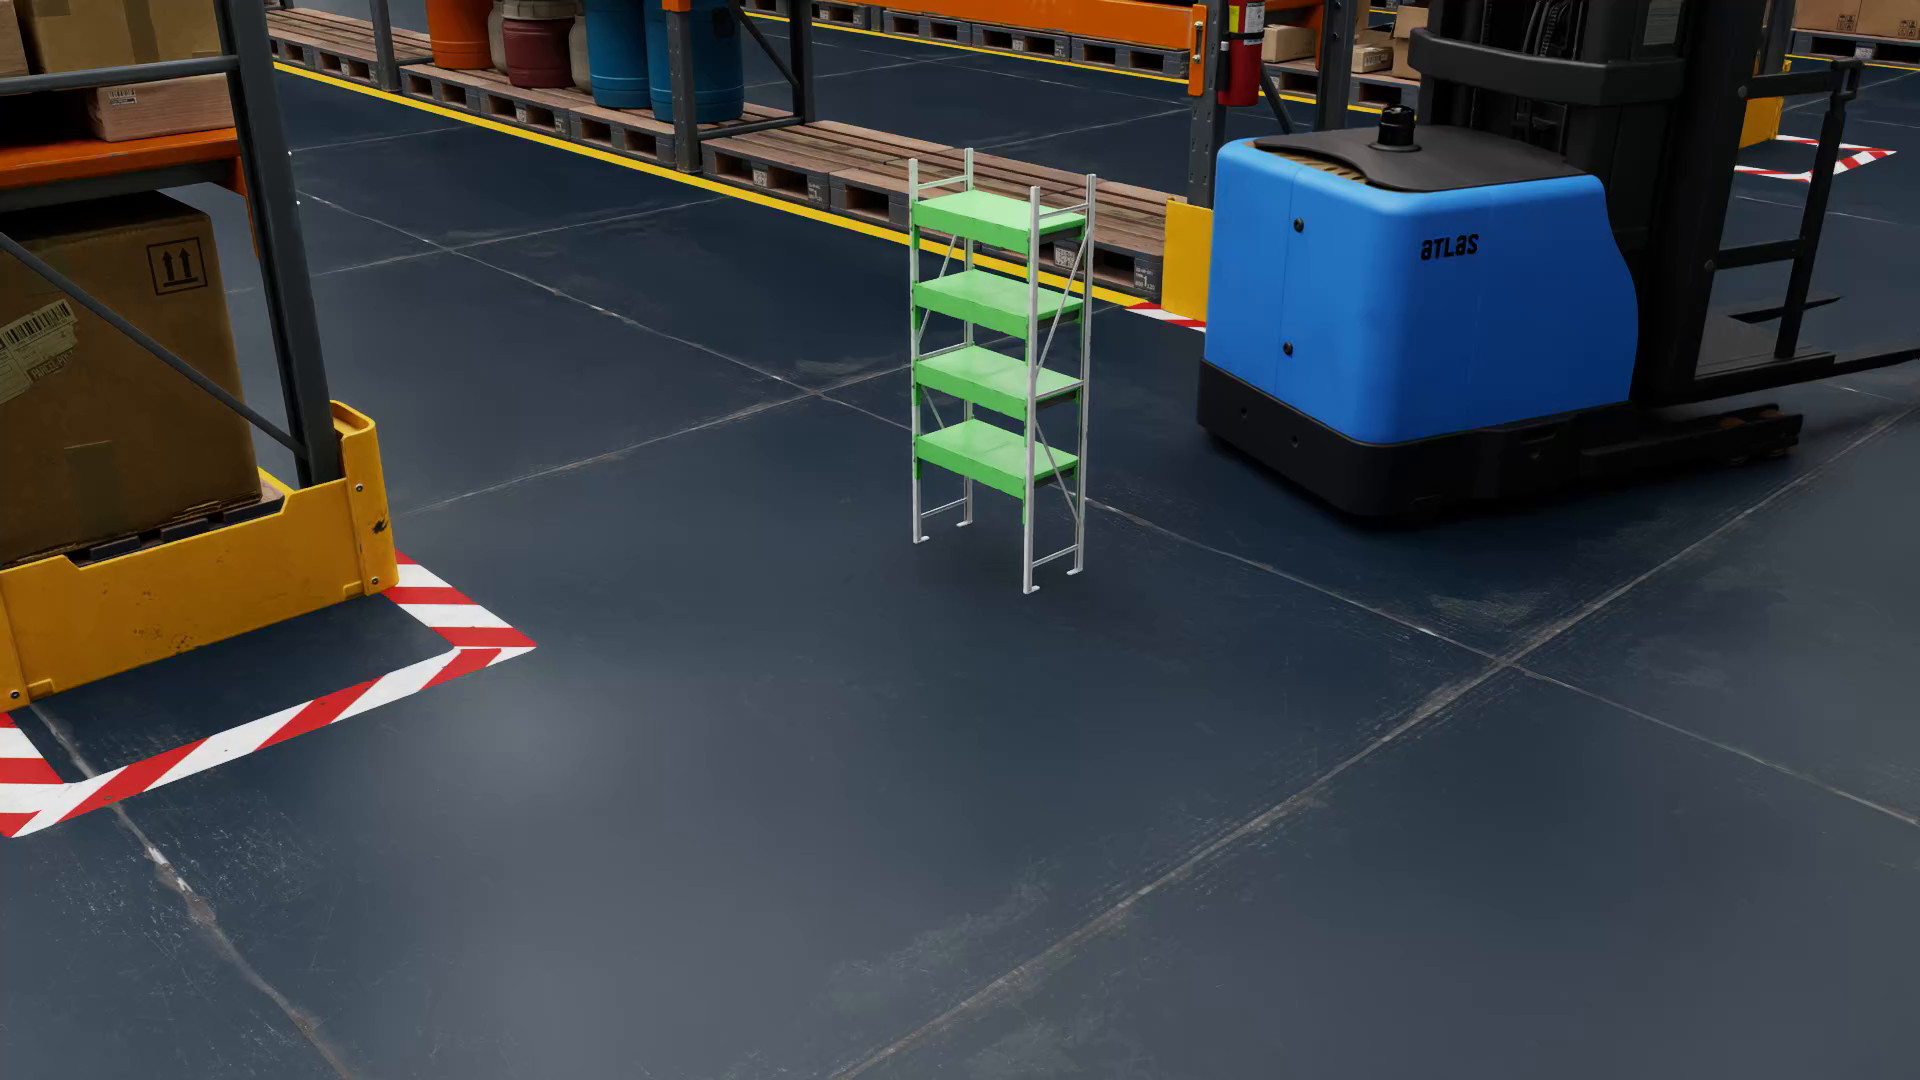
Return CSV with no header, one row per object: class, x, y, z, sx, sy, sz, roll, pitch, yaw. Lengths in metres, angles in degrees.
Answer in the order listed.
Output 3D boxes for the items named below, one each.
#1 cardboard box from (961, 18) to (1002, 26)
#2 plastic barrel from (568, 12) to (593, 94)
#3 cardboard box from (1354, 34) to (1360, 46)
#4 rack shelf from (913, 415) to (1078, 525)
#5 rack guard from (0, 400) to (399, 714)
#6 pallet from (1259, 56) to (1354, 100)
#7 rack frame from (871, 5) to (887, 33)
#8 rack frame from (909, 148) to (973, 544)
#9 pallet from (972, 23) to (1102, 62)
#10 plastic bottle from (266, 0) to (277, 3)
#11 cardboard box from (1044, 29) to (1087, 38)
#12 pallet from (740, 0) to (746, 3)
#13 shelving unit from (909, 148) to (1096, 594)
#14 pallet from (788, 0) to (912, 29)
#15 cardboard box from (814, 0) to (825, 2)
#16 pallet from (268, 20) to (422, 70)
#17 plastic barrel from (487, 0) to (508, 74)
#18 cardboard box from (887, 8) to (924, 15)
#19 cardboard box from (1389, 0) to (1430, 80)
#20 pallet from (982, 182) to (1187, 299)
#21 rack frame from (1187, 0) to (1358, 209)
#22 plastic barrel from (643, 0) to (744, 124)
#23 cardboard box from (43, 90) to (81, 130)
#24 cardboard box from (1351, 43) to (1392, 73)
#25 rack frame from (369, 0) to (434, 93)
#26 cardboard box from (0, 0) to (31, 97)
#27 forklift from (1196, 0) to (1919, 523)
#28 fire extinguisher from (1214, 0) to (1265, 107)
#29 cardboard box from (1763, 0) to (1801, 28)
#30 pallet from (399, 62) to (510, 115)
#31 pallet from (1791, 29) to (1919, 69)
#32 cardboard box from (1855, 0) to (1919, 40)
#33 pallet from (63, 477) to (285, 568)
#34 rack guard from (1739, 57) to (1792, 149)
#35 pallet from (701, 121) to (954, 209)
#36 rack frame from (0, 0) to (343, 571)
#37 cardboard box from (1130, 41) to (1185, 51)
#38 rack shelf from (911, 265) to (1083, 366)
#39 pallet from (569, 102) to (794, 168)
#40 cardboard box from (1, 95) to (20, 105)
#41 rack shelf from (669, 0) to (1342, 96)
cardboard box,0.358,-4.894,14.846,0.500,0.500,0.500,-22,32,-39
plastic barrel,-2.494,-3.385,11.547,0.421,0.512,0.421,0,25,0
cardboard box,3.185,-3.863,13.009,0.380,0.149,0.250,-21,32,-38
rack shelf,0.113,-0.219,5.017,0.258,0.148,0.480,-21,32,-38
rack guard,-2.195,0.017,4.611,1.175,0.500,0.348,-21,32,-38
pallet,2.757,-3.672,13.045,1.003,0.211,1.213,-21,32,-38
rack frame,-0.445,-6.361,15.579,1.000,3.000,0.127,-21,32,-38
rack frame,-0.054,-0.570,5.053,0.240,1.200,0.015,-21,32,-38
pallet,0.867,-4.486,14.829,1.003,0.211,1.213,-21,32,-38
plastic bottle,-6.696,-5.348,16.117,0.097,0.271,0.097,0,25,0
cardboard box,1.068,-4.584,14.167,0.500,0.500,0.500,-21,32,-38
pallet,-2.647,-6.092,18.349,1.003,0.211,1.213,-21,32,-38
shelving unit,0.113,-0.496,4.891,0.258,1.200,0.503,-21,32,-38
pallet,-0.980,-5.353,16.729,1.003,0.211,1.213,-21,32,-38
cardboard box,-1.338,-5.546,16.601,0.500,0.250,0.500,-22,32,-39
pallet,-5.395,-4.303,14.429,1.003,0.211,1.213,-21,32,-38
plastic barrel,-3.266,-3.727,12.297,0.421,0.512,0.421,0,25,0
cardboard box,-0.343,-5.205,15.527,0.500,0.500,0.500,-20,31,-36
cardboard box,3.576,-3.646,12.105,0.797,0.503,0.637,-21,32,-38
pallet,0.869,-1.525,8.339,1.003,0.211,1.213,-21,32,-38
rack frame,1.404,-2.533,7.189,1.000,3.000,0.127,-21,32,-38
plastic barrel,-1.689,-3.151,10.565,0.600,0.901,0.708,-21,32,-38
cardboard box,-2.389,-1.292,4.771,0.380,0.149,0.250,-22,32,-39
cardboard box,3.016,-3.612,12.438,0.380,0.166,0.250,-21,32,-38
rack frame,-4.064,-4.957,12.501,1.000,3.000,0.127,-21,32,-38
cardboard box,-2.736,-1.267,4.235,0.500,0.250,0.500,-22,32,-39
forklift,2.416,-1.783,5.626,3.031,2.935,1.130,-11,27,-22
fire extinguisher,1.176,-2.154,6.899,0.296,0.674,0.183,-21,32,-38
cardboard box,7.398,-4.885,14.849,0.500,0.500,0.700,23,33,40
pallet,-3.494,-3.461,12.583,1.003,0.211,1.213,-21,32,-38
pallet,8.032,-4.295,14.410,1.003,0.211,1.213,-21,32,-38
cardboard box,8.084,-4.581,14.184,0.700,0.500,0.500,-21,32,-38
pallet,-2.815,-0.079,5.170,1.003,0.211,1.213,-21,32,-38
rack guard,4.971,-2.823,10.836,1.175,0.500,0.348,-21,32,-38
pallet,-0.799,-2.265,9.960,1.003,0.211,1.213,-21,32,-38
rack frame,-2.211,-1.128,4.109,1.000,3.000,0.127,-21,32,-38
cardboard box,1.742,-4.280,13.500,0.500,0.500,0.500,-21,32,-39
rack shelf,0.113,-0.656,4.818,0.258,0.148,0.480,-21,32,-38
pallet,-1.827,-2.722,10.962,1.003,0.211,1.213,-21,32,-38
cardboard box,-2.744,-1.448,5.114,0.380,0.149,0.250,-22,32,-39
rack shelf,0.037,-2.812,8.666,1.077,0.370,4.000,-21,32,-38
